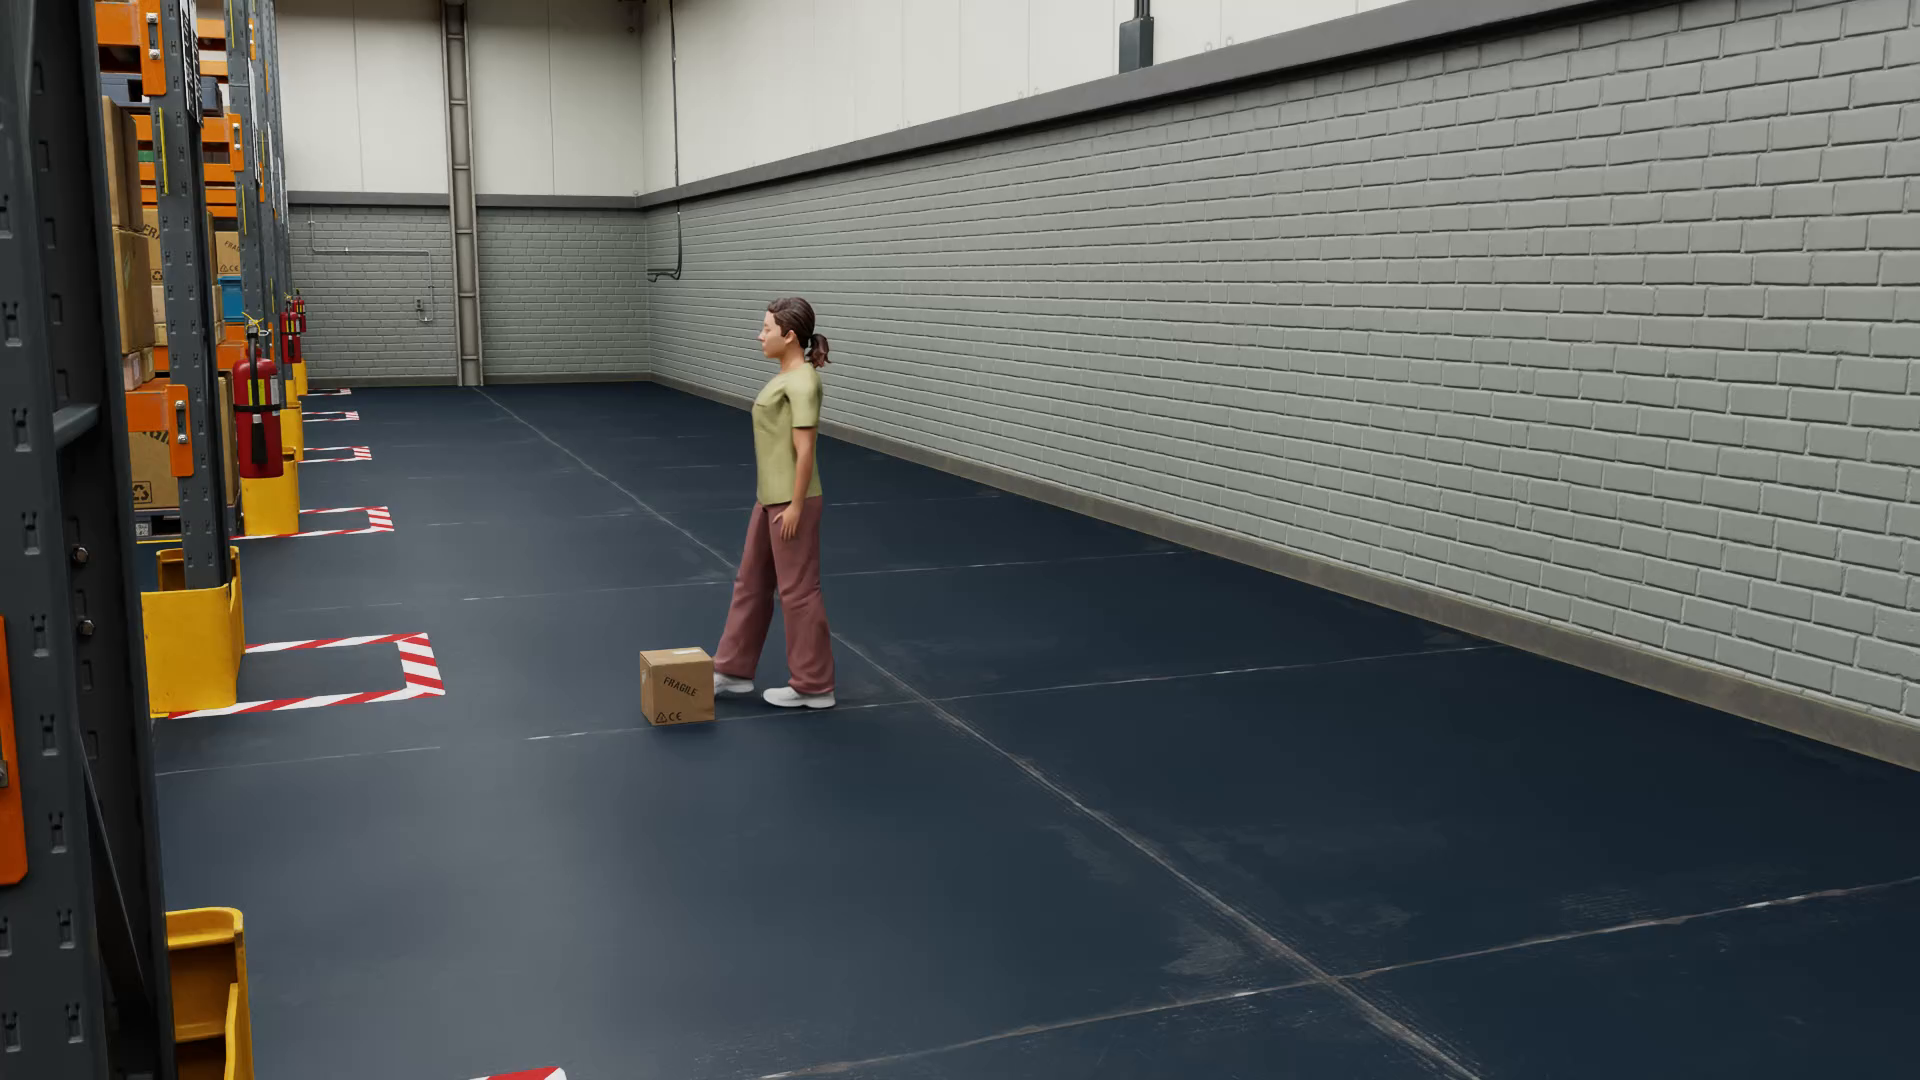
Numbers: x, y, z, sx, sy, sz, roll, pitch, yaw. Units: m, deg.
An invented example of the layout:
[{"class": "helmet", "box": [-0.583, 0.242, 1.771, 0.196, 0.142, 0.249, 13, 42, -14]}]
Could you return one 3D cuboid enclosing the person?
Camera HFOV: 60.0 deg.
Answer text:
[{"class": "person", "box": [-0.827, -0.141, 6.742, 0.636, 1.669, 0.448, -2, 9, -12]}]
